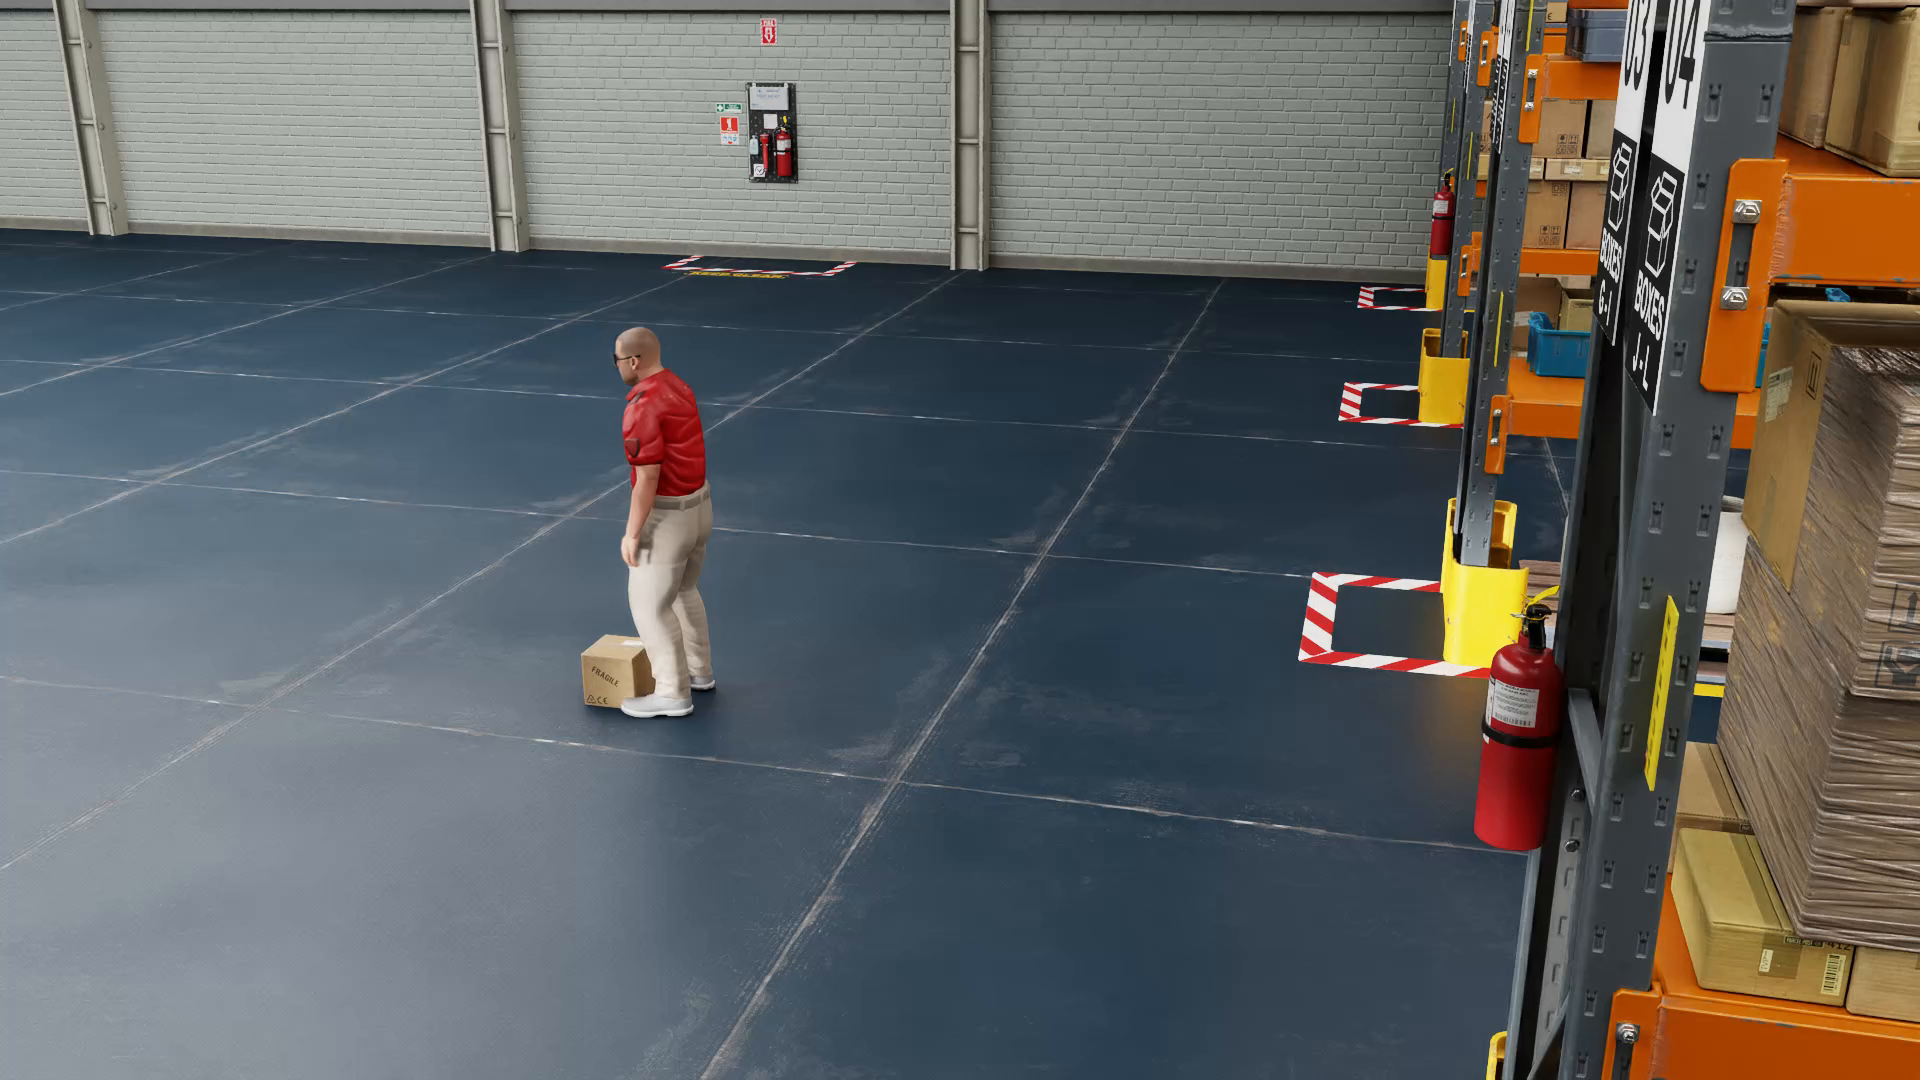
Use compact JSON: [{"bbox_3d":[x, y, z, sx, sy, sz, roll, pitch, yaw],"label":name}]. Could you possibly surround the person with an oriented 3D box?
[{"bbox_3d":[-1.305,-0.083,7.334,0.394,1.726,0.583,4,19,13],"label":"person"}]
